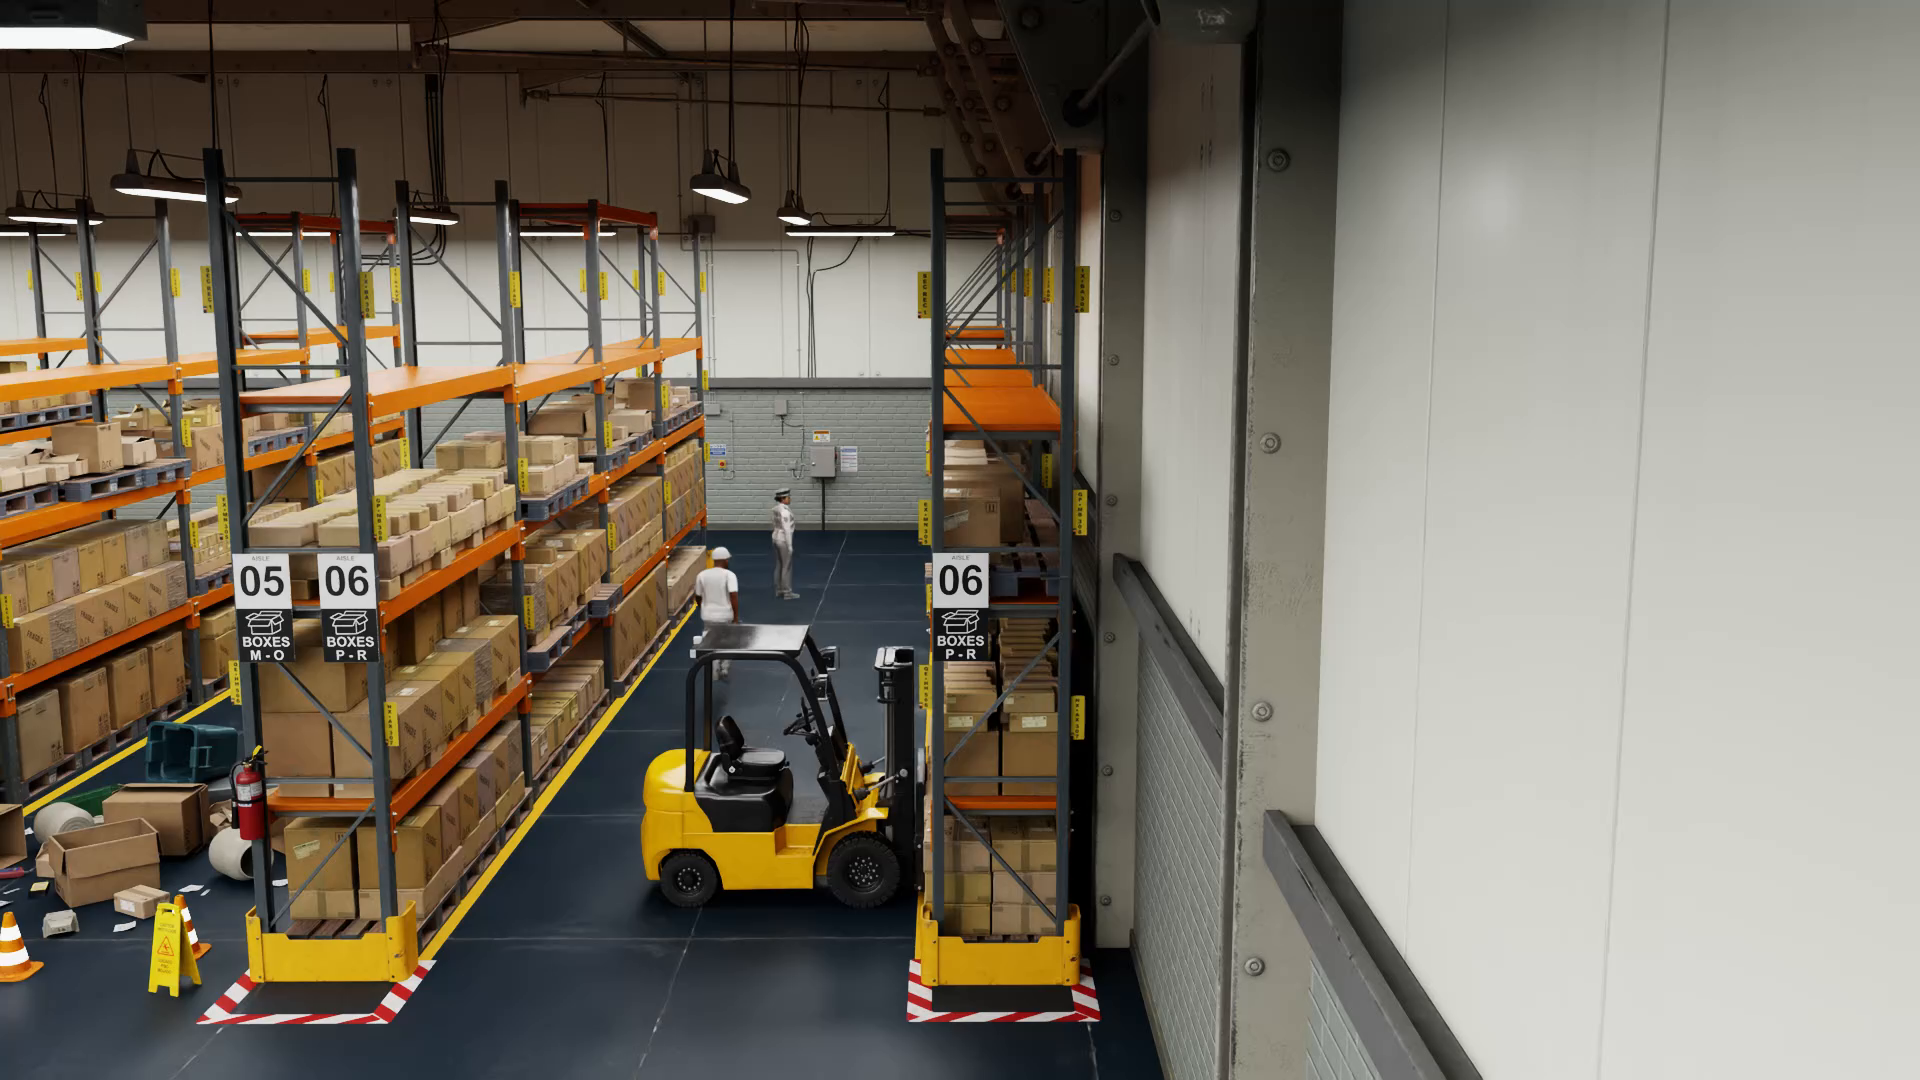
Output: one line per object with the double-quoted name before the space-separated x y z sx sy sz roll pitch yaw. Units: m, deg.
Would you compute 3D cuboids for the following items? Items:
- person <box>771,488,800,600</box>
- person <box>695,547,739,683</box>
"person" -2.623 0.049 24.958 0.377 1.677 0.533 -5 10 -27
"person" -2.937 0.943 20.233 0.598 1.707 0.703 0 9 3
